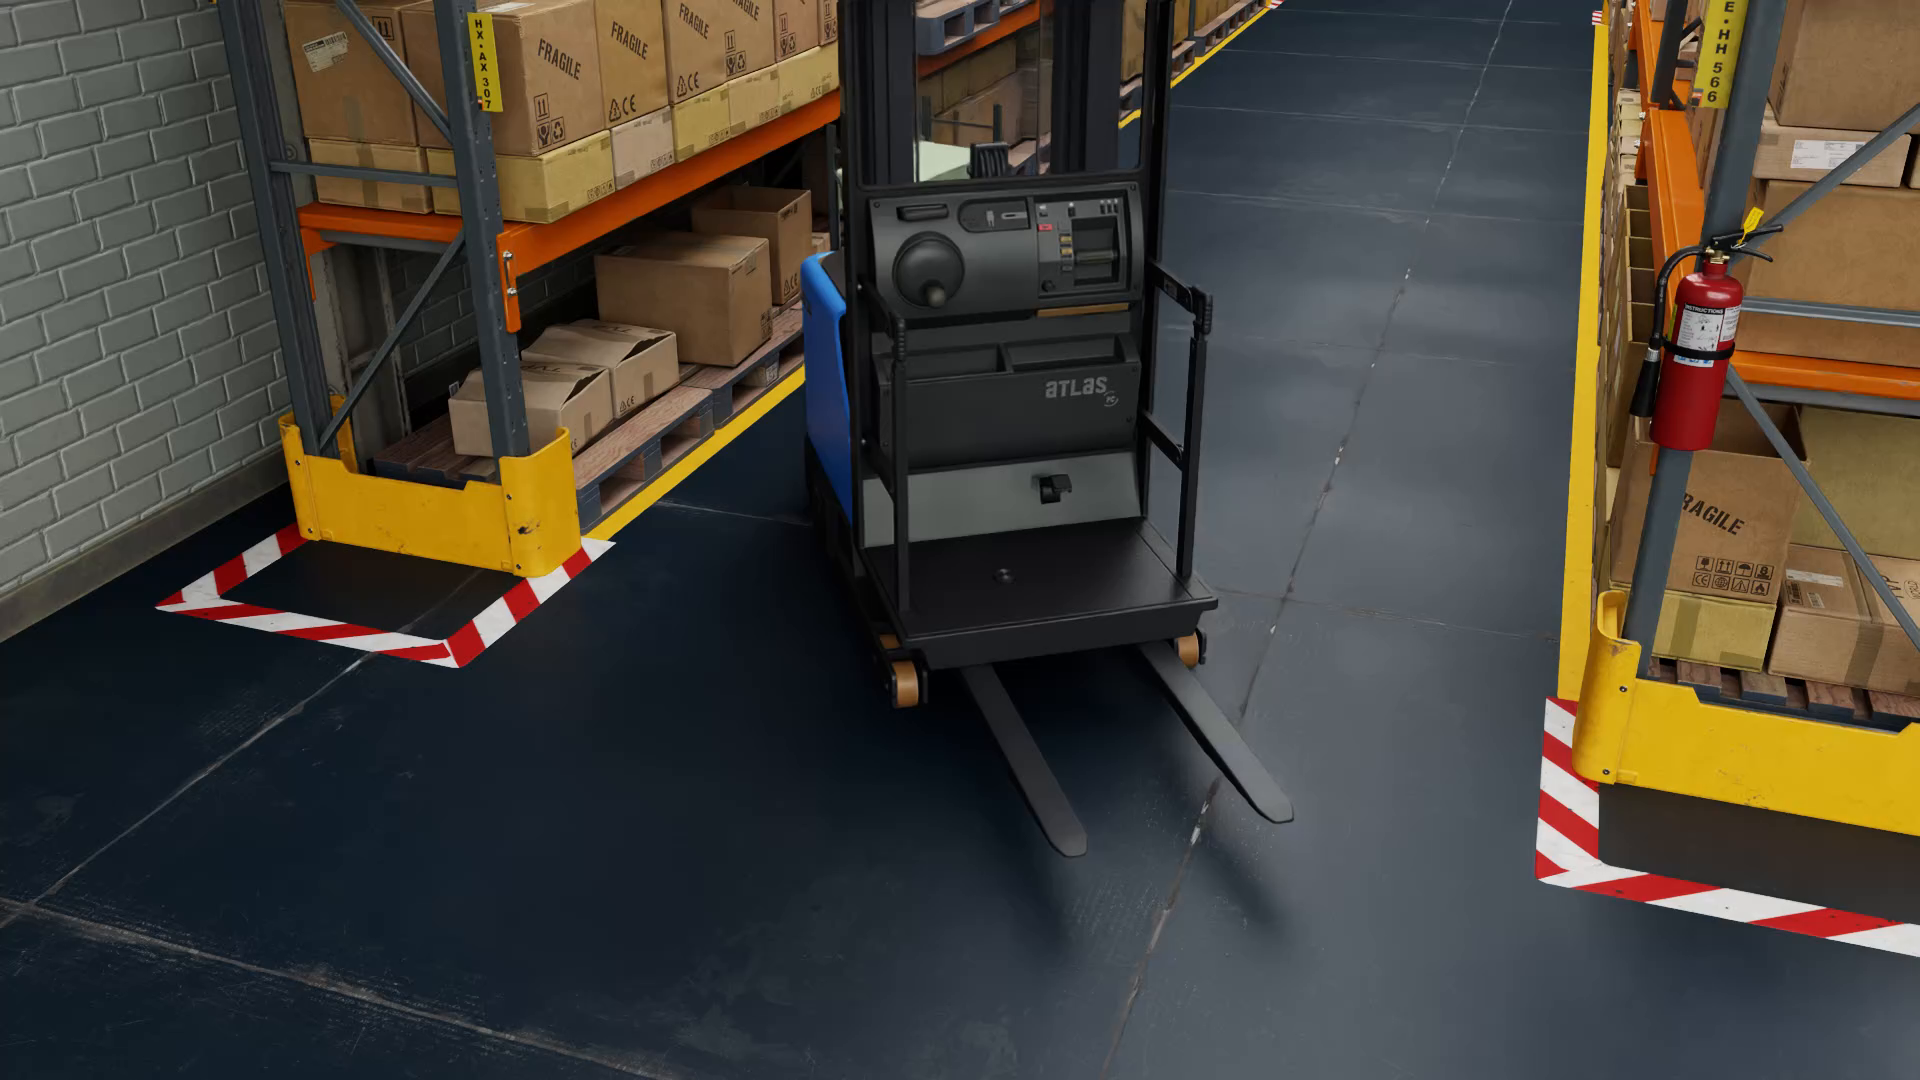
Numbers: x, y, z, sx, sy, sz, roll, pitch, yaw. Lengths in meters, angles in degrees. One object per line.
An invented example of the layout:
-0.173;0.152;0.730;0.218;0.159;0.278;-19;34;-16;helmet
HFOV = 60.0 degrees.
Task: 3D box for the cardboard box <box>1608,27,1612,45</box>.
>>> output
6.518;-4.888;16.169;0.380;0.149;0.250;9;27;17;cardboard box

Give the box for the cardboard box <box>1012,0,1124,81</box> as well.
0.893;-4.112;13.786;0.750;0.750;0.750;8;27;17;cardboard box

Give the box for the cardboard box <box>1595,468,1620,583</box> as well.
2.590;-0.025;6.033;0.500;0.250;0.500;9;27;17;cardboard box

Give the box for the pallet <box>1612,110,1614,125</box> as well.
5.889;-3.437;13.606;1.003;0.211;1.213;9;27;17;pallet

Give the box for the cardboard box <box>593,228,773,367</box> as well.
-1.342;-1.193;8.135;0.700;0.500;0.500;7;27;14;cardboard box

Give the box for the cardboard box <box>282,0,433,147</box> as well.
-2.181;-1.824;6.363;0.500;0.500;0.500;8;27;17;cardboard box

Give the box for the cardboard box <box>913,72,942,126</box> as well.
-0.434;-2.861;10.719;0.500;0.250;0.500;8;27;16;cardboard box

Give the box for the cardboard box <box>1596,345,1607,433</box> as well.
3.083;-0.642;7.308;0.500;0.250;0.500;9;27;17;cardboard box

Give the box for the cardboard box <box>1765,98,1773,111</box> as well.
2.568;-1.233;4.995;0.380;0.149;0.250;9;27;19;cardboard box

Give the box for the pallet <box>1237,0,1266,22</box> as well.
2.994;-6.300;19.520;1.003;0.211;1.213;9;27;17;pallet

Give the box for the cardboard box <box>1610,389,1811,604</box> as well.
2.433;-0.156;5.442;0.500;0.500;0.500;9;27;17;cardboard box

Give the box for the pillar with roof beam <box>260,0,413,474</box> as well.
1.339;-3.809;4.291;9.100;9.000;0.400;9;27;17;pillar with roof beam

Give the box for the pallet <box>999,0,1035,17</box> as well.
-0.096;-3.702;11.174;1.003;0.211;1.213;9;27;17;pallet

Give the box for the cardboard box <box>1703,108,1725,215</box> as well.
3.215;-1.475;6.239;0.700;0.500;0.500;10;27;19;cardboard box

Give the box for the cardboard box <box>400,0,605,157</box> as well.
-1.695;-1.752;6.214;0.500;0.500;0.500;9;27;18;cardboard box

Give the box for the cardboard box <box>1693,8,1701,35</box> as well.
4.479;-3.028;9.446;0.500;0.500;0.500;9;27;18;cardboard box

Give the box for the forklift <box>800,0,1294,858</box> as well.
0.219;-0.940;5.328;1.130;2.935;3.031;-7;27;-13;forklift

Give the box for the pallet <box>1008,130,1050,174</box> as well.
0.263;-3.032;12.769;1.003;0.211;1.213;9;27;17;pallet

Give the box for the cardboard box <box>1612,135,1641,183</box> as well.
4.237;-2.284;10.056;0.500;0.311;0.500;8;27;17;cardboard box

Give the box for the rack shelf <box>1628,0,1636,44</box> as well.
5.863;-4.389;13.198;1.077;0.370;4.000;9;27;17;rack shelf

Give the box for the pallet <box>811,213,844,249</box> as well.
-0.549;-2.029;10.698;1.003;0.211;1.213;9;27;17;pallet

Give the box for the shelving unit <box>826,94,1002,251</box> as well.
-0.185;-1.128;7.359;0.431;1.500;0.755;15;30;28;shelving unit

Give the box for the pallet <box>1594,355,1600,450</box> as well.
3.562;-0.671;7.894;1.003;0.211;1.213;9;27;17;pallet

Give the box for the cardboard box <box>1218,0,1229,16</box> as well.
2.544;-6.024;18.137;0.700;0.500;0.500;9;27;19;cardboard box

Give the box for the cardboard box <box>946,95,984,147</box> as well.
-0.245;-2.765;11.382;0.700;0.500;0.500;9;27;18;cardboard box

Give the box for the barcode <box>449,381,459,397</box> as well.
-2.194;-0.649;7.218;0.001;0.075;0.075;9;27;17;barcode

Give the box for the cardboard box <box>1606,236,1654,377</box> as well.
3.084;-0.980;7.144;0.500;0.500;0.500;9;27;17;cardboard box

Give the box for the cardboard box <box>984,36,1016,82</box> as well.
0.085;-3.489;12.018;0.500;0.250;0.500;9;27;18;cardboard box

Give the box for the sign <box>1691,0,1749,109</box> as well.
2.028;-1.315;4.424;0.100;0.325;0.005;9;27;17;sign

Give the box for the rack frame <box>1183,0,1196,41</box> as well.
1.856;-6.251;16.219;1.000;3.000;0.127;9;27;17;rack frame

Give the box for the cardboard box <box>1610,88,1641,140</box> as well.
4.746;-2.922;11.373;0.500;0.311;0.500;10;27;19;cardboard box

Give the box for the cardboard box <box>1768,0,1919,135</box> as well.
2.720;-1.444;4.687;0.700;0.500;0.500;9;27;18;cardboard box

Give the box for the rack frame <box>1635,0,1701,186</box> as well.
3.866;-2.247;7.949;1.000;3.000;0.127;9;27;17;rack frame

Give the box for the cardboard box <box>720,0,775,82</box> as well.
-1.183;-2.379;7.509;0.500;0.500;0.500;10;27;19;cardboard box

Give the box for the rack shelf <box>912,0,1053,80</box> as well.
-0.141;-3.462;11.284;1.077;0.370;4.000;9;27;17;rack shelf

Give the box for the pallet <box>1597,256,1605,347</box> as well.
4.074;-1.300;9.193;1.003;0.211;1.213;9;27;17;pallet

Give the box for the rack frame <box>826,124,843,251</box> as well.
-0.376;-0.992;7.078;0.400;1.500;0.023;15;30;28;rack frame

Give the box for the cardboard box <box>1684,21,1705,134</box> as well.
3.724;-2.109;7.548;0.700;0.500;0.500;8;27;16;cardboard box

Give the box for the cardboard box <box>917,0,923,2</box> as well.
-0.605;-3.411;9.733;0.700;0.500;0.500;9;27;18;cardboard box

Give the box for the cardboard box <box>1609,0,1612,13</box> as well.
7.244;-5.751;17.836;0.500;0.250;0.500;9;27;17;cardboard box

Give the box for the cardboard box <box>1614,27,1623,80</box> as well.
5.970;-4.223;14.394;0.500;0.500;0.500;9;27;18;cardboard box

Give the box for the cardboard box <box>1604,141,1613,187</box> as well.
4.579;-2.463;11.068;0.500;0.250;0.500;8;27;16;cardboard box

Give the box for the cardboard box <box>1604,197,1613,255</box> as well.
4.070;-1.829;9.758;0.500;0.250;0.500;9;27;19;cardboard box

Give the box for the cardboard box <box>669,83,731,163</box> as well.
-1.341;-1.840;7.257;0.500;0.250;0.500;8;27;17;cardboard box

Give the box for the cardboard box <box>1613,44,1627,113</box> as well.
5.459;-3.595;13.096;0.500;0.500;0.500;8;27;16;cardboard box

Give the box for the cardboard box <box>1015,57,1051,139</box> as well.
0.334;-3.377;12.646;0.700;0.500;0.500;9;27;18;cardboard box

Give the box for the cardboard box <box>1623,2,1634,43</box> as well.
5.638;-4.164;13.412;0.500;0.250;0.500;8;27;16;cardboard box

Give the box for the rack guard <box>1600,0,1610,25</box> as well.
7.834;-6.022;18.614;1.175;0.500;0.348;9;27;17;rack guard

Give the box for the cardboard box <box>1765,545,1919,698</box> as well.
2.923;0.257;5.450;0.500;0.250;0.500;9;27;17;cardboard box

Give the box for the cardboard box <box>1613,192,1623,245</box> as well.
3.730;-1.659;8.764;0.500;0.311;0.500;9;27;17;cardboard box

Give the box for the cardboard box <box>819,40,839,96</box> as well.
-0.852;-2.463;8.544;0.500;0.250;0.500;9;27;18;cardboard box

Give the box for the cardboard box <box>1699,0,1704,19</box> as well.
3.511;-2.398;7.403;0.380;0.149;0.250;9;27;18;cardboard box
